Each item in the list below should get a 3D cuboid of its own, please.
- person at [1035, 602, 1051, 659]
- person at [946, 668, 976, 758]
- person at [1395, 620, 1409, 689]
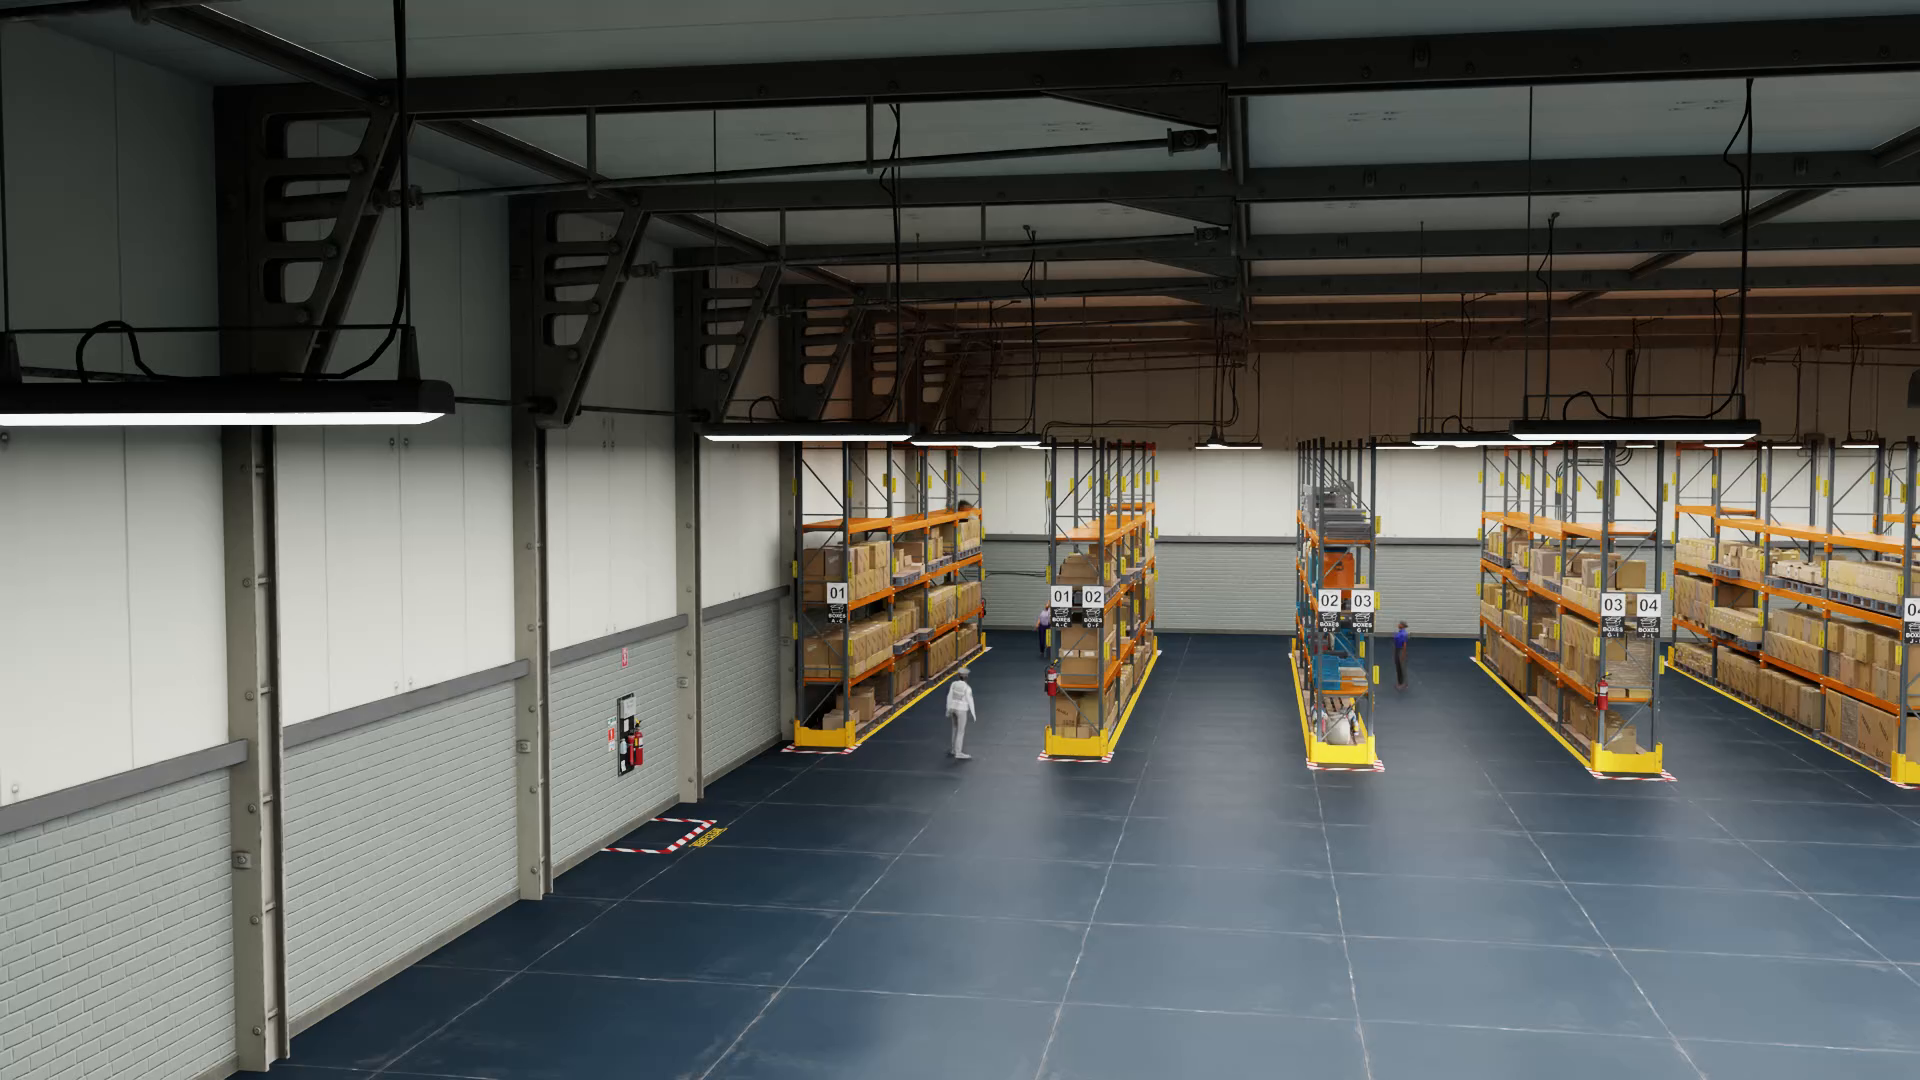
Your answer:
[{"bbox_3d":[2.372,2.501,46.177,0.602,1.571,0.978,0,3,4],"label":"person"},{"bbox_3d":[-0.004,3.245,31.232,0.555,1.691,0.636,-3,4,-42],"label":"person"},{"bbox_3d":[10.678,2.772,40.325,0.423,1.642,0.501,-1,3,-17],"label":"person"}]
